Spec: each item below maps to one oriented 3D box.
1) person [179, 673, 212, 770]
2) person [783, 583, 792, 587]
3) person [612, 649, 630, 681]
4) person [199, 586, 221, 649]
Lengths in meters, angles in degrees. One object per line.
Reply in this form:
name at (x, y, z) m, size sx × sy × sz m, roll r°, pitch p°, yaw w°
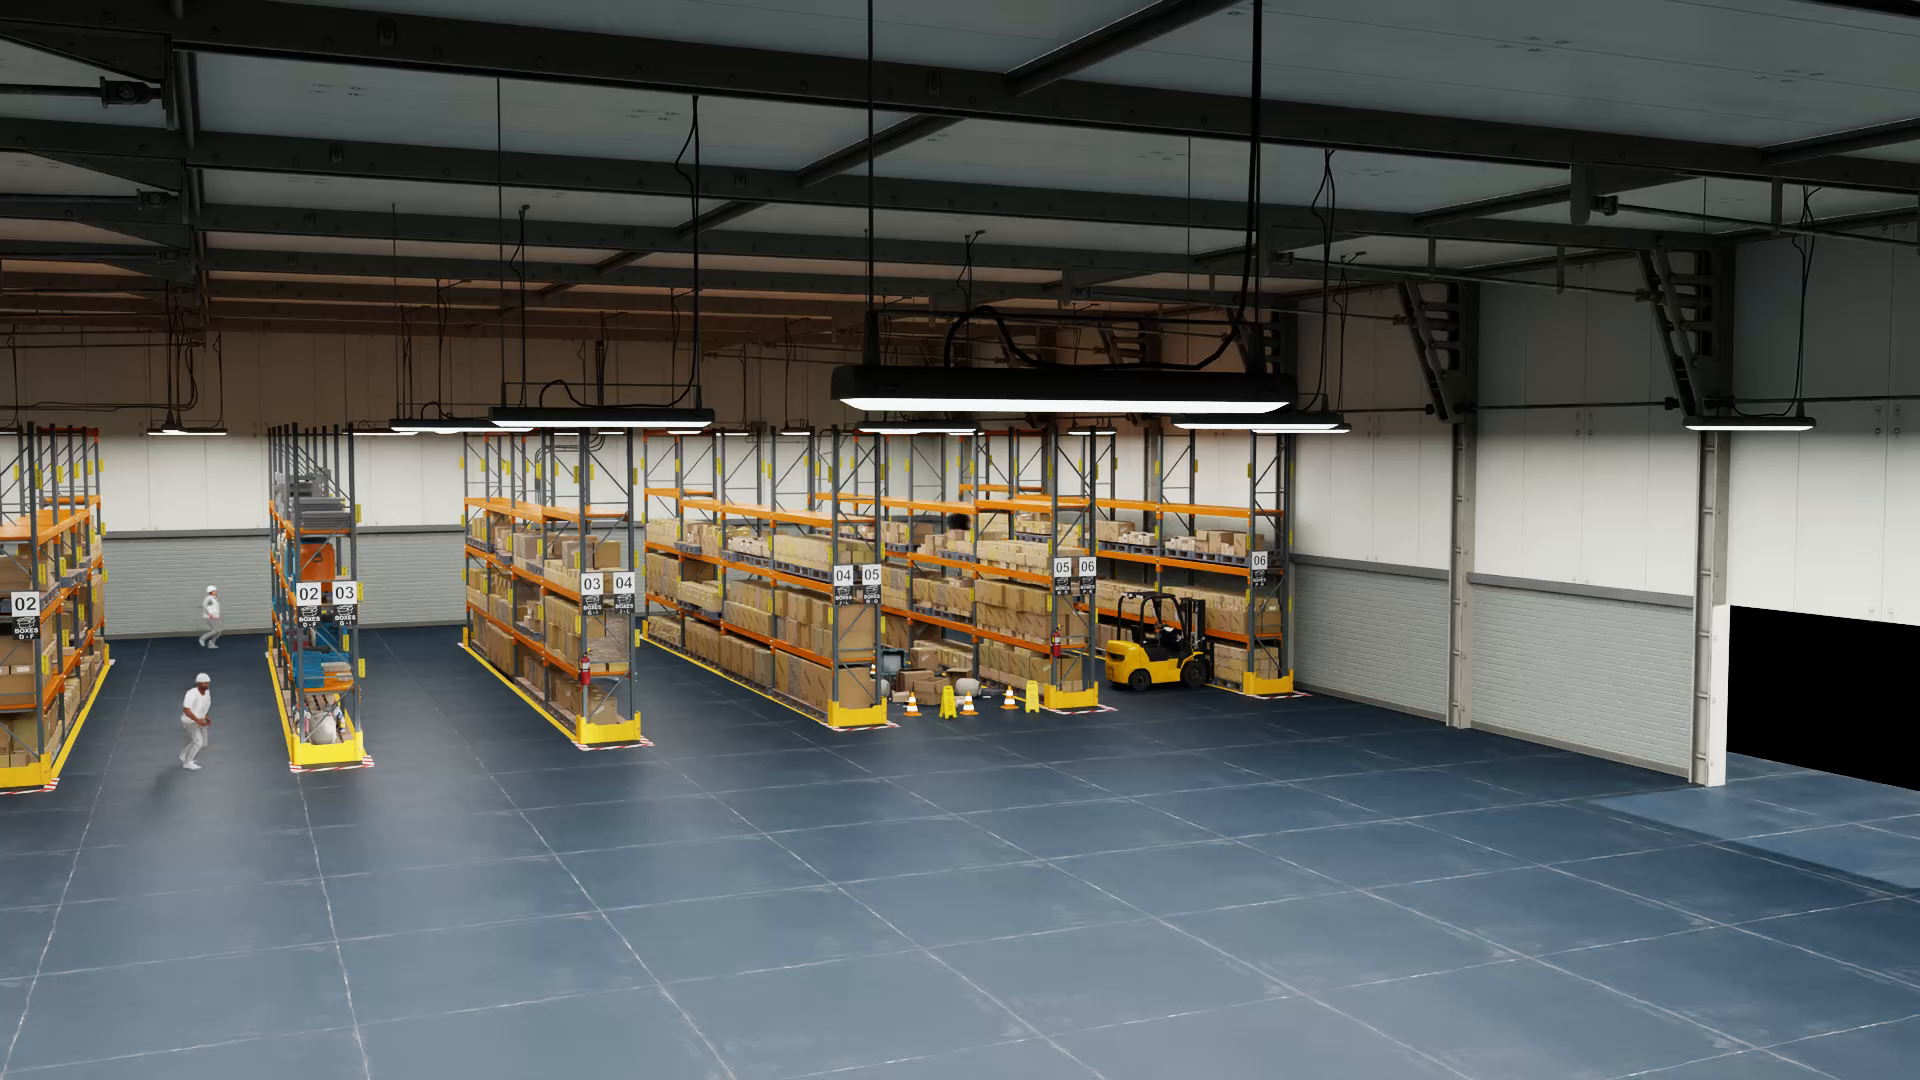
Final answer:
person at (-13.234, 3.134, 28.712) m, size 0.761 × 1.685 × 0.680 m, roll 0°, pitch 4°, yaw 7°
person at (-4.692, 2.051, 46.599) m, size 0.801 × 1.664 × 0.579 m, roll 2°, pitch 4°, yaw 27°
person at (-7.995, 2.563, 39.067) m, size 0.572 × 1.559 × 0.712 m, roll -3°, pitch 5°, yaw -44°
person at (-20.457, 2.099, 45.415) m, size 0.540 × 1.698 × 0.708 m, roll -1°, pitch 4°, yaw -8°
